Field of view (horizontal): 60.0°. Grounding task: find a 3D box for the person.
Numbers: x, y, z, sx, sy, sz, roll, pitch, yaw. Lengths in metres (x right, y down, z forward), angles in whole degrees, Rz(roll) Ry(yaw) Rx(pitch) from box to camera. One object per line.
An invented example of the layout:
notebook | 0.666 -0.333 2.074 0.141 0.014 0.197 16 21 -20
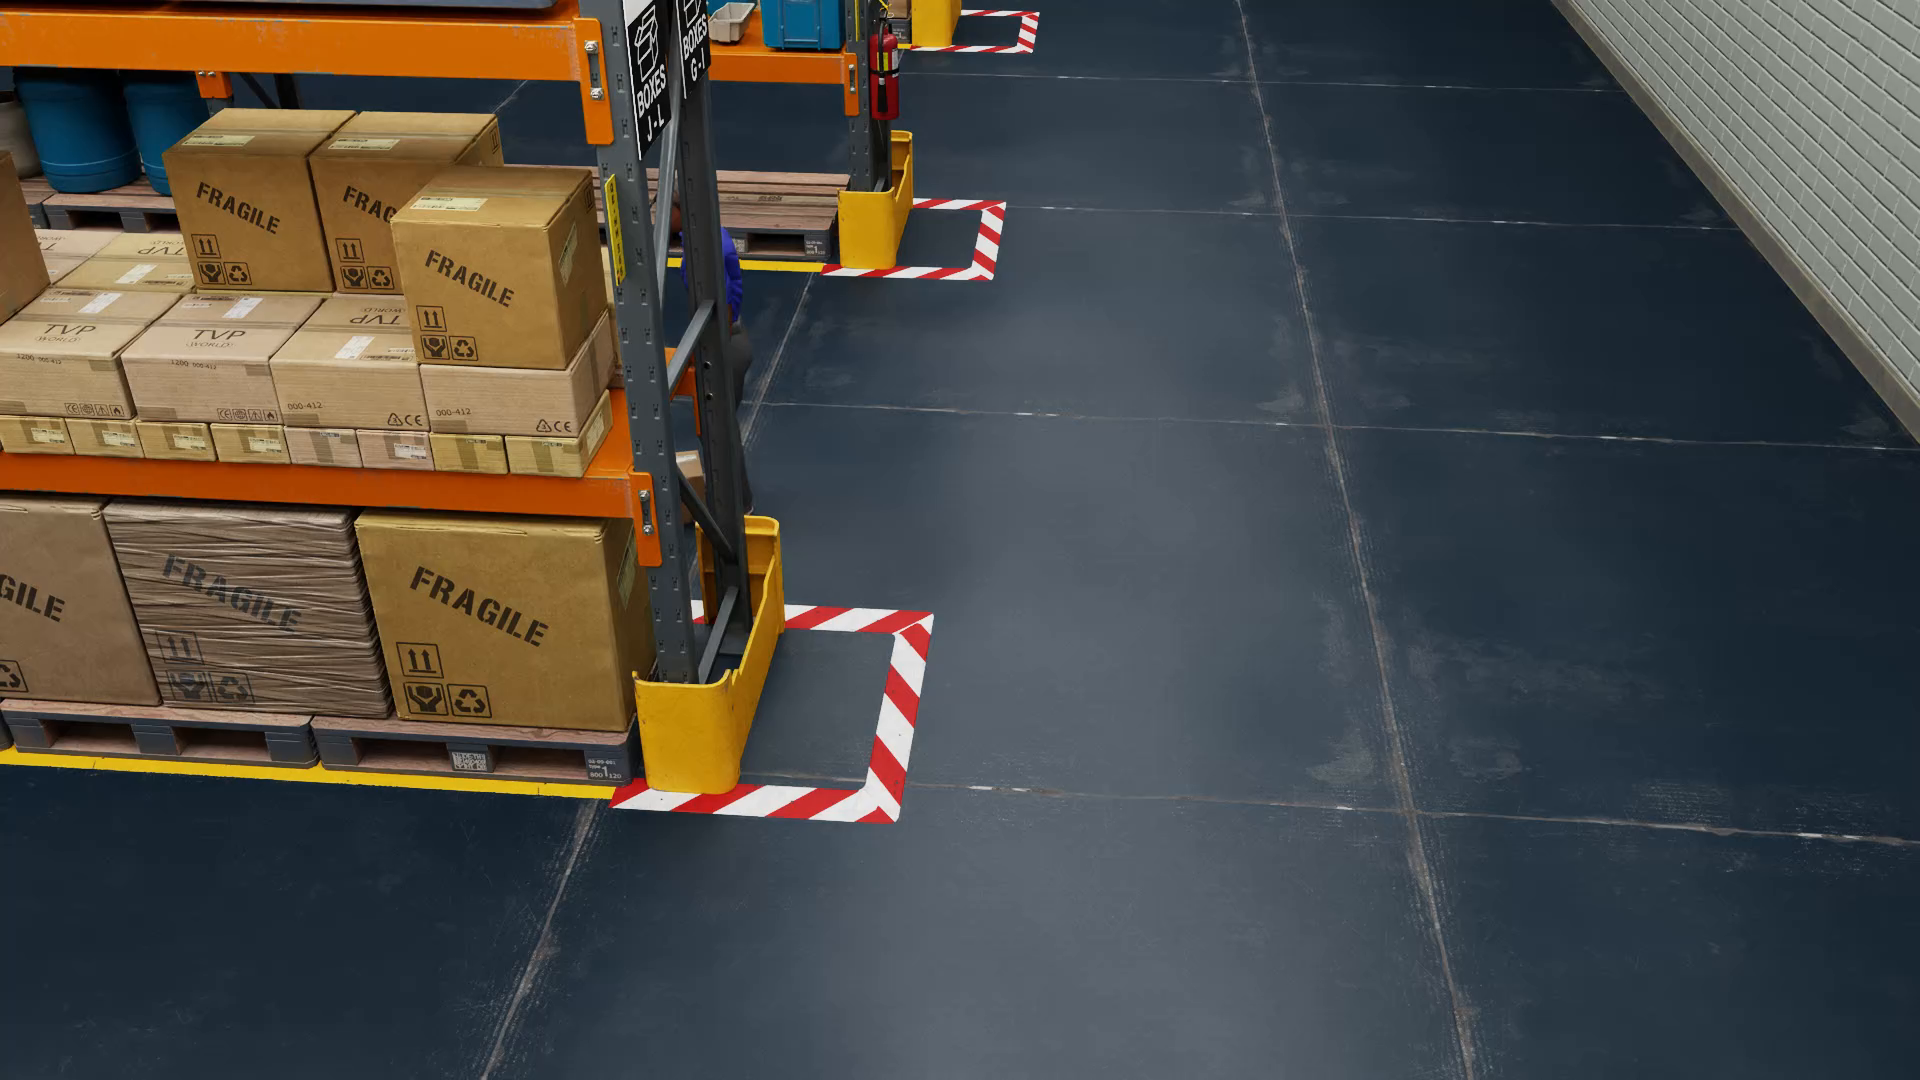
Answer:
person | -1.123 -0.871 7.527 0.352 1.653 0.510 -7 33 -11
